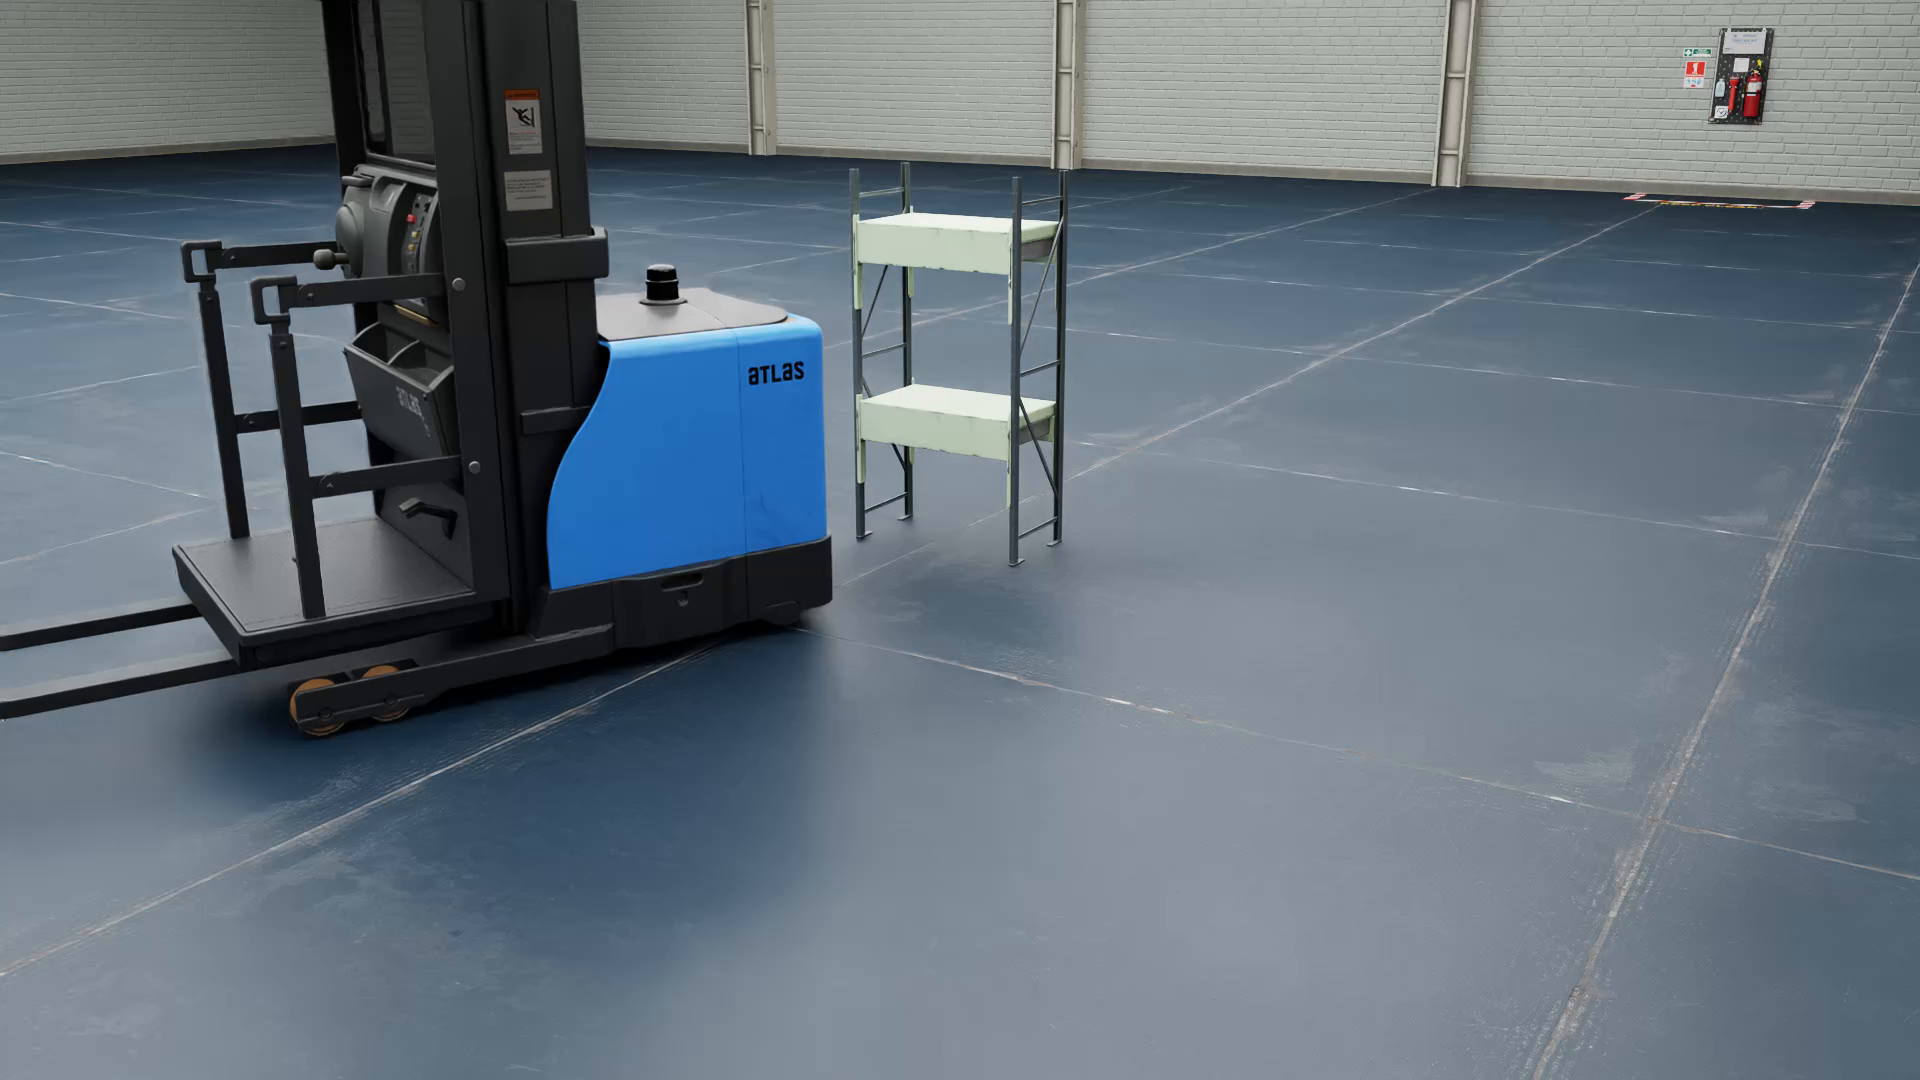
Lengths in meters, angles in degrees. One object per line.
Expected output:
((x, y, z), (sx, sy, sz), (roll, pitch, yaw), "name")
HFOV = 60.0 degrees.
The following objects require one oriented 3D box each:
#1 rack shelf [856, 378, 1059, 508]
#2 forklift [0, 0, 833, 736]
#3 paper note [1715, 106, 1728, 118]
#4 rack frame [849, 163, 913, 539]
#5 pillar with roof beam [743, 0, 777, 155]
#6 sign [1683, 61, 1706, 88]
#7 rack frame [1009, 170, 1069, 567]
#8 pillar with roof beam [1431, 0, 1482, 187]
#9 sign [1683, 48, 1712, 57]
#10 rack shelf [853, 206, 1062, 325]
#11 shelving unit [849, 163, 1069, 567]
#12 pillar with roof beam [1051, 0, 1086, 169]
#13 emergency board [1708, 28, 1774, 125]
((-0.006, -0.407, 6.761), (0.720, 0.370, 0.431), (10, 20, 30), "rack shelf")
((-1.960, -0.993, 5.107), (3.031, 2.935, 1.130), (-11, 20, -33), "forklift")
((9.693, -5.448, 21.170), (0.142, 0.148, 0.016), (10, 20, 30), "paper note")
((-0.318, -0.774, 6.850), (0.023, 1.500, 0.400), (10, 20, 30), "rack frame")
((-5.698, -9.982, 24.260), (0.400, 9.000, 9.100), (10, 20, 30), "pillar with roof beam")
((9.391, -5.952, 21.253), (0.234, 0.329, 0.001), (10, 20, 30), "sign")
((0.306, -0.663, 6.483), (0.023, 1.500, 0.400), (10, 20, 30), "rack frame")
((4.528, -8.157, 18.251), (0.400, 9.000, 9.100), (10, 20, 30), "pillar with roof beam")
((9.390, -6.202, 21.166), (0.331, 0.109, 0.001), (10, 20, 30), "sign")
((-0.006, -1.092, 6.553), (0.720, 0.370, 0.431), (10, 20, 30), "rack shelf")
((-0.006, -0.719, 6.667), (0.755, 1.500, 0.431), (10, 20, 30), "shelving unit")
((-0.585, -9.069, 21.255), (0.400, 9.000, 9.100), (10, 20, 30), "pillar with roof beam")
((9.808, -5.825, 20.897), (0.643, 1.169, 0.194), (10, 20, 30), "emergency board")
